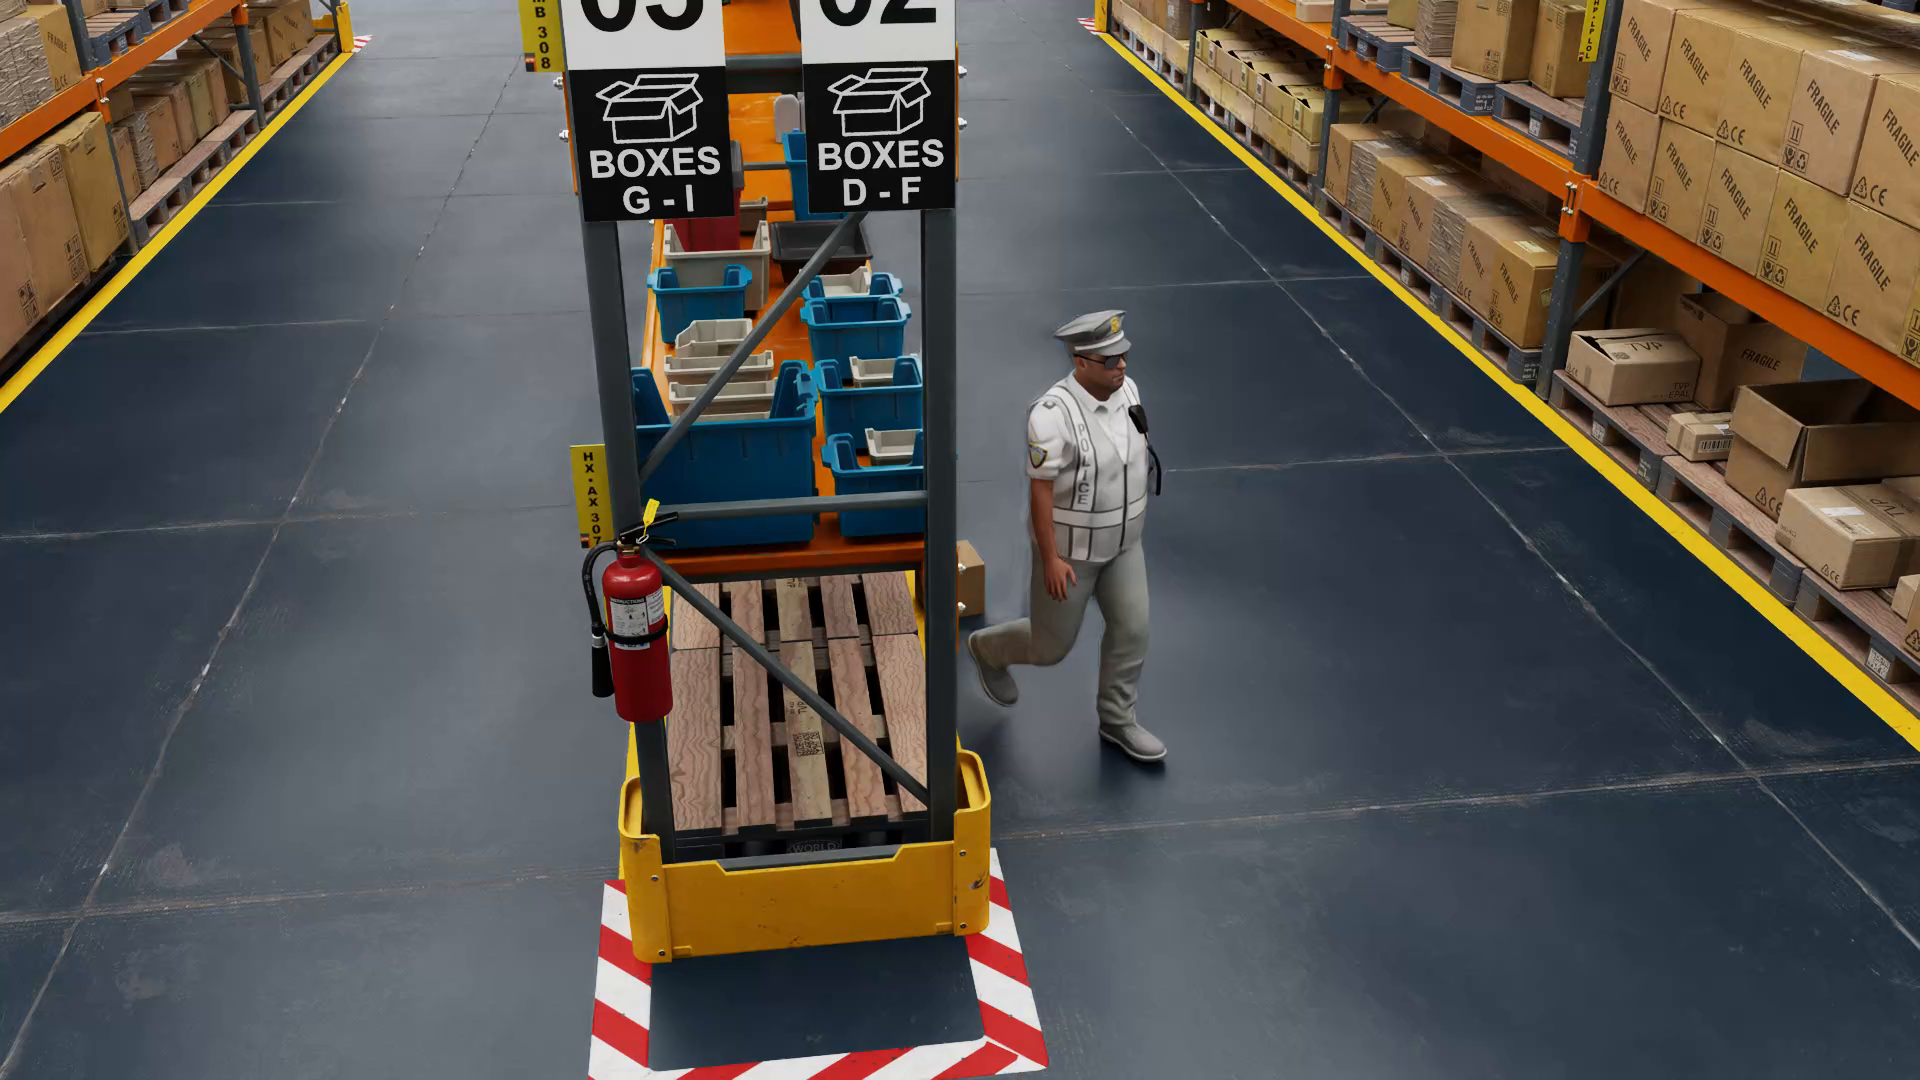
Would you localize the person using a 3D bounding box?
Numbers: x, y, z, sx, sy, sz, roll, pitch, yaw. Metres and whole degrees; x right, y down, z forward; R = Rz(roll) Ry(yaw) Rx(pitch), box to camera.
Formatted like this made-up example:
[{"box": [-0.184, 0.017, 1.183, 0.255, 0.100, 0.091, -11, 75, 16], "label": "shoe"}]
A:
[{"box": [0.429, -0.048, 6.161, 0.523, 1.738, 0.854, -20, 33, -33], "label": "person"}]
